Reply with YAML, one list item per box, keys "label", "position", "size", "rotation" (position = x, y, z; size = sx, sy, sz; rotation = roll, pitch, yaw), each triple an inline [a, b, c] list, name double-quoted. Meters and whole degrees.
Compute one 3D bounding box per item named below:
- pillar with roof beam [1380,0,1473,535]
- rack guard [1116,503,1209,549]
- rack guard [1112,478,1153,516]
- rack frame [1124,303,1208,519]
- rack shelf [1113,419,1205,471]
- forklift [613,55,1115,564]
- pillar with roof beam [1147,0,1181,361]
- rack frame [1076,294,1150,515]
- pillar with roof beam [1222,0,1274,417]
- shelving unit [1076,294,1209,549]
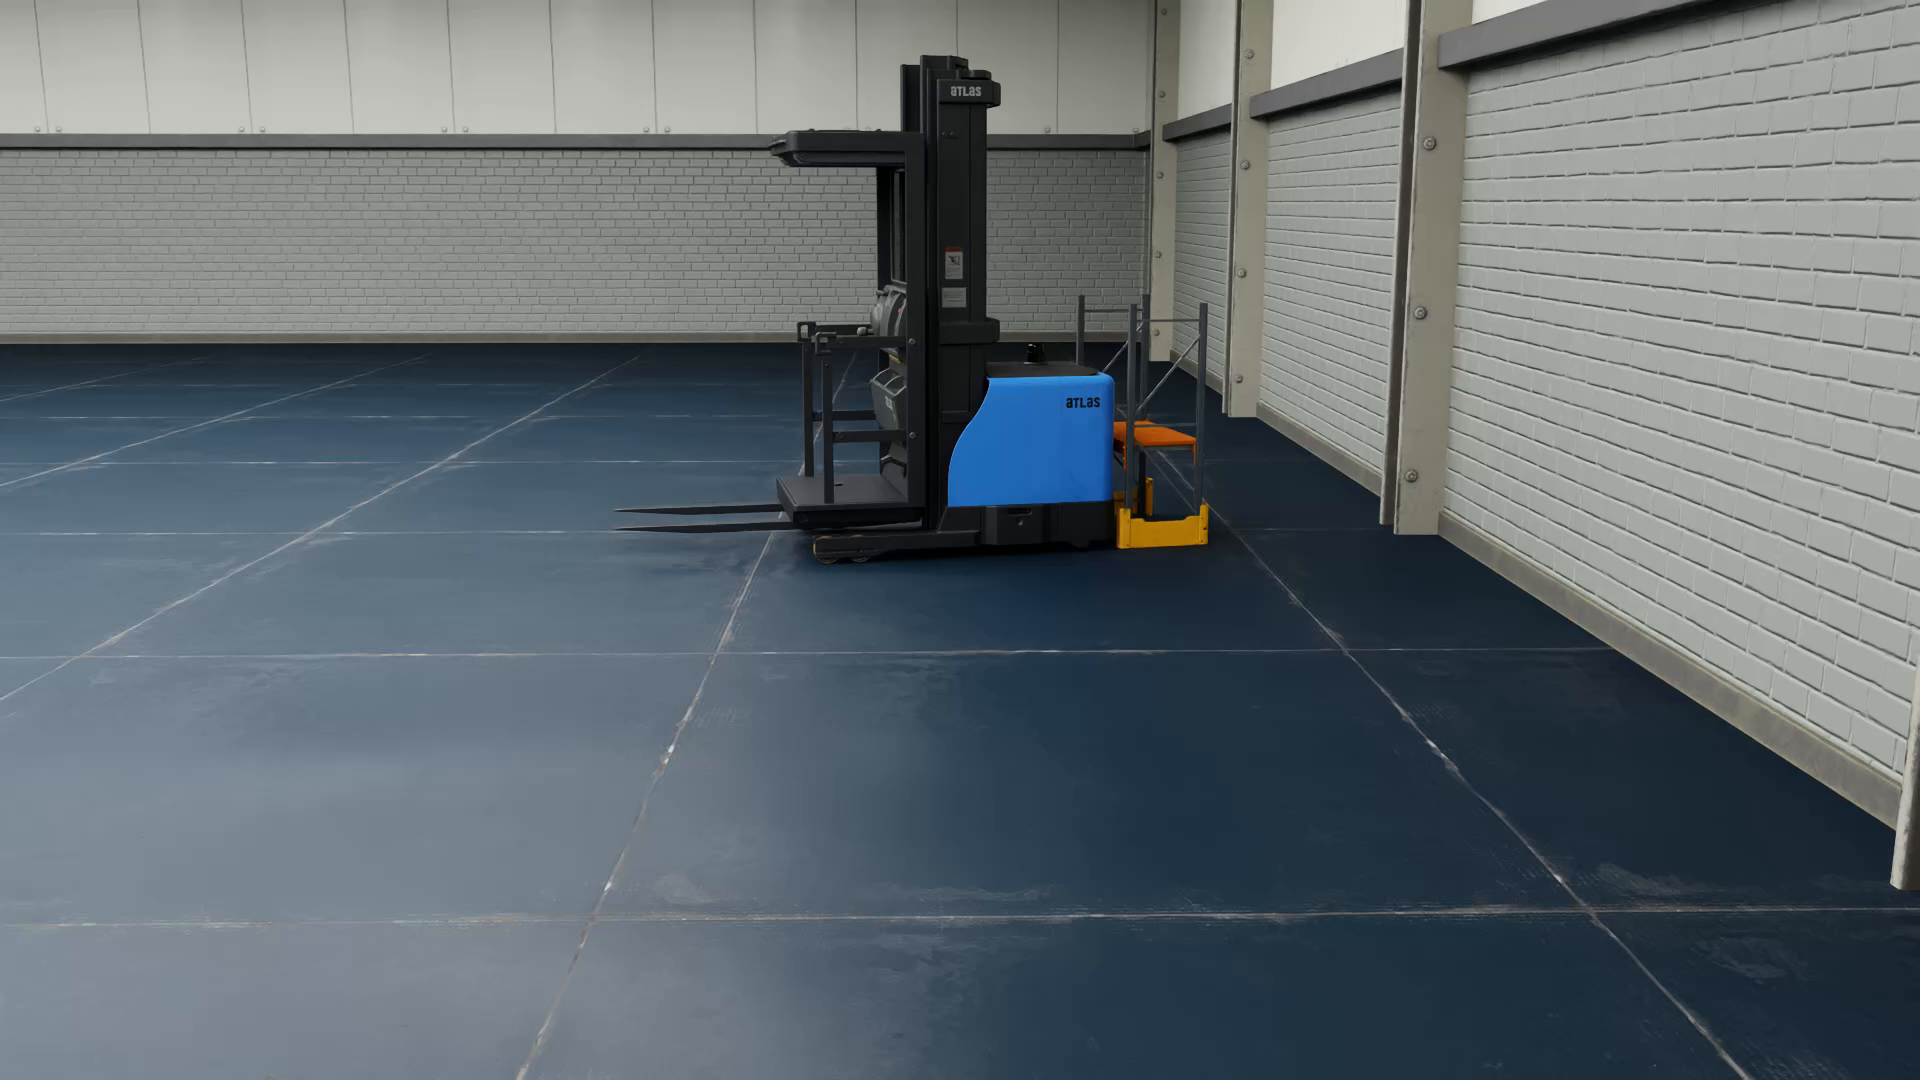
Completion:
- label: "pillar with roof beam"
  position: [-1.342, -4.467, 9.947]
  size: [9.100, 9.000, 0.400]
  rotation: [0, 11, -1]
- label: "rack guard"
  position: [1.265, -0.090, 10.373]
  size: [0.587, 0.250, 0.087]
  rotation: [-3, 12, -14]
- label: "rack guard"
  position: [1.026, -0.282, 11.321]
  size: [0.587, 0.250, 0.087]
  rotation: [-3, 12, -14]
- label: "rack frame"
  position: [1.266, -0.703, 10.248]
  size: [0.500, 1.500, 0.032]
  rotation: [-3, 12, -14]
- label: "rack shelf"
  position: [1.144, -0.624, 10.767]
  size: [0.538, 0.185, 1.000]
  rotation: [-3, 12, -14]
- label: "forklift"
  position: [-0.617, -1.411, 10.142]
  size: [3.031, 2.935, 1.130]
  rotation: [-2, 12, -12]
- label: "pillar with roof beam"
  position: [-1.590, -6.853, 21.705]
  size: [9.100, 9.000, 0.400]
  rotation: [0, 11, -1]
- label: "rack frame"
  position: [1.022, -0.899, 11.215]
  size: [0.500, 1.500, 0.032]
  rotation: [-3, 12, -14]
- label: "pillar with roof beam"
  position: [-1.466, -5.660, 15.826]
  size: [9.100, 9.000, 0.400]
  rotation: [0, 11, -1]
- label: "shelving unit"
  position: [1.146, -0.799, 10.723]
  size: [0.587, 1.500, 1.083]
  rotation: [-3, 12, -14]
